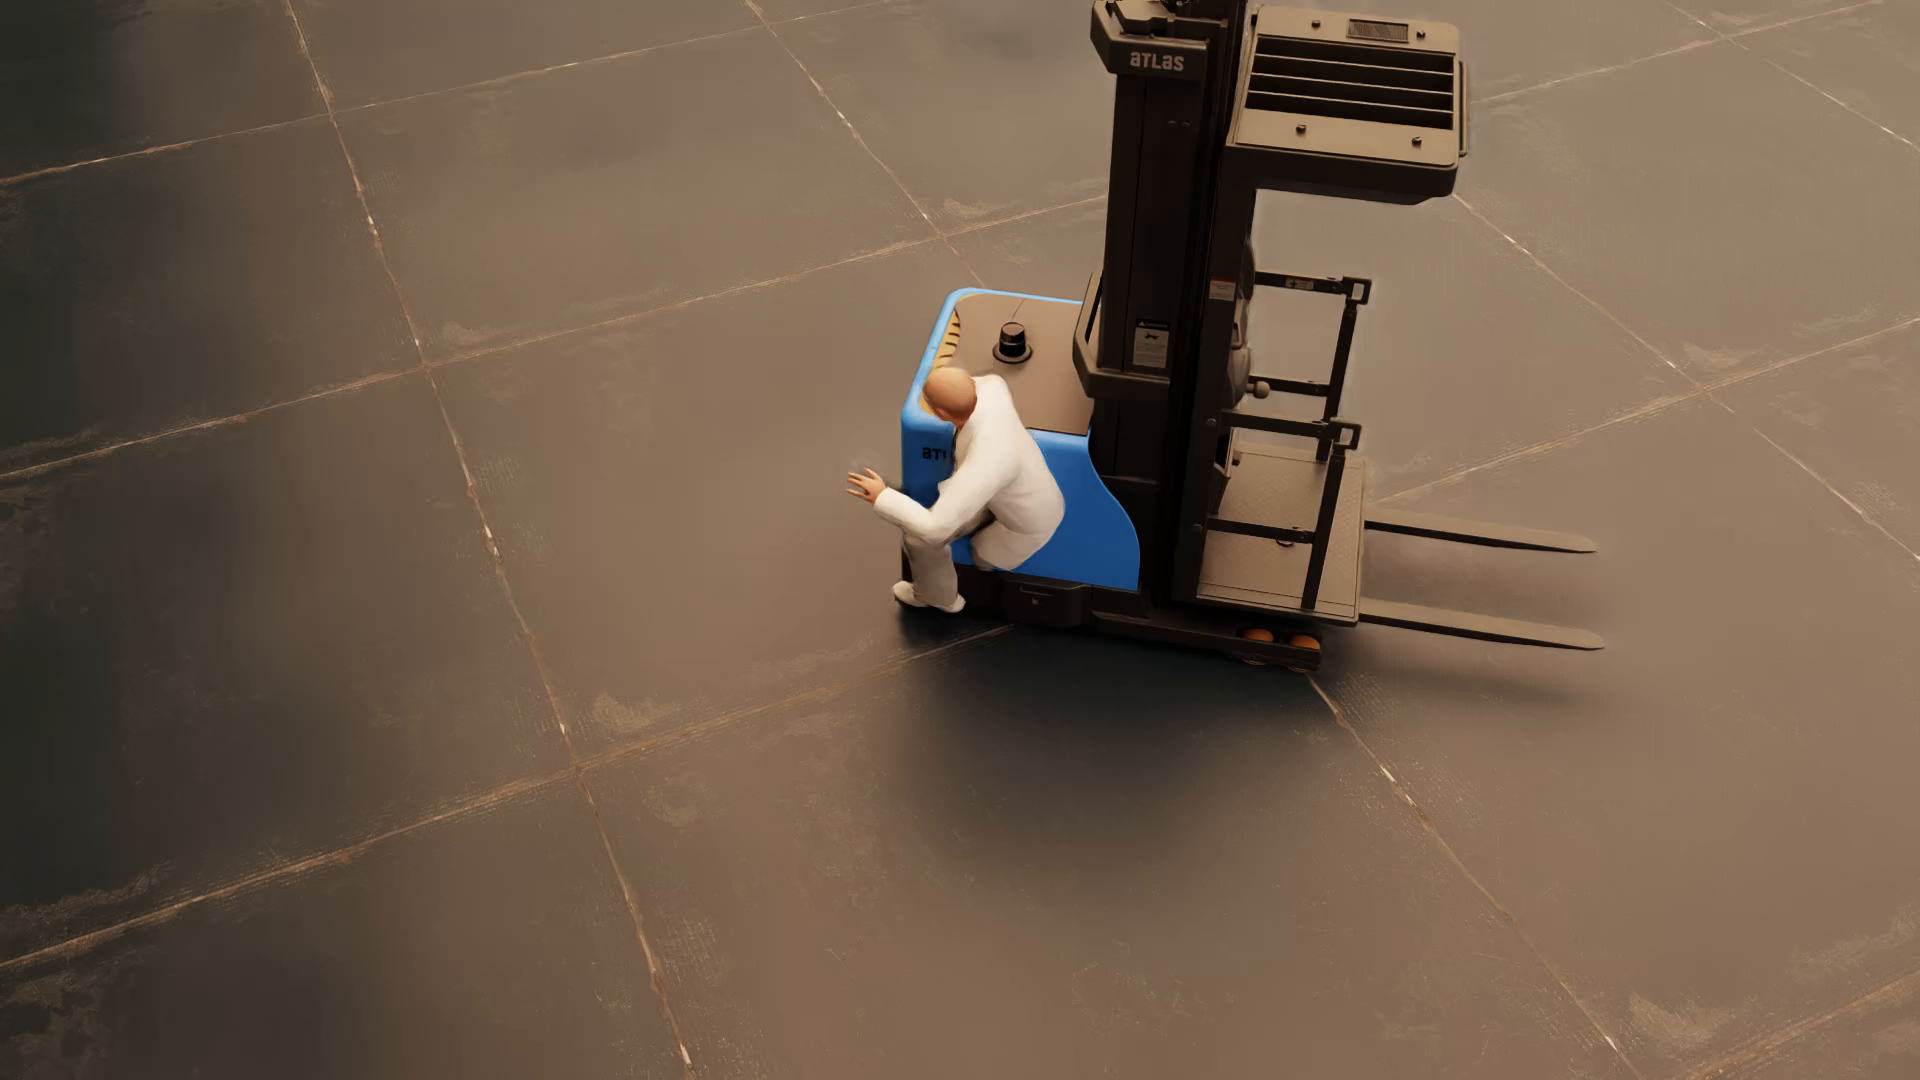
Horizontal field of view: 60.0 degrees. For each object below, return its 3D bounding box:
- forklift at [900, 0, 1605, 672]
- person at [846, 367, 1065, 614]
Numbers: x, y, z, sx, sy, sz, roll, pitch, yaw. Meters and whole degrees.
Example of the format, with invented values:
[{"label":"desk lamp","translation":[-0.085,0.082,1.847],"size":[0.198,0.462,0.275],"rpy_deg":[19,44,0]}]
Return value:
[{"label":"forklift","translation":[1.312,-0.897,6.641],"size":[3.031,2.935,1.130],"rpy_deg":[9,44,9]},{"label":"person","translation":[-0.051,-0.175,6.885],"size":[0.928,1.538,1.043],"rpy_deg":[-13,45,-13]}]
